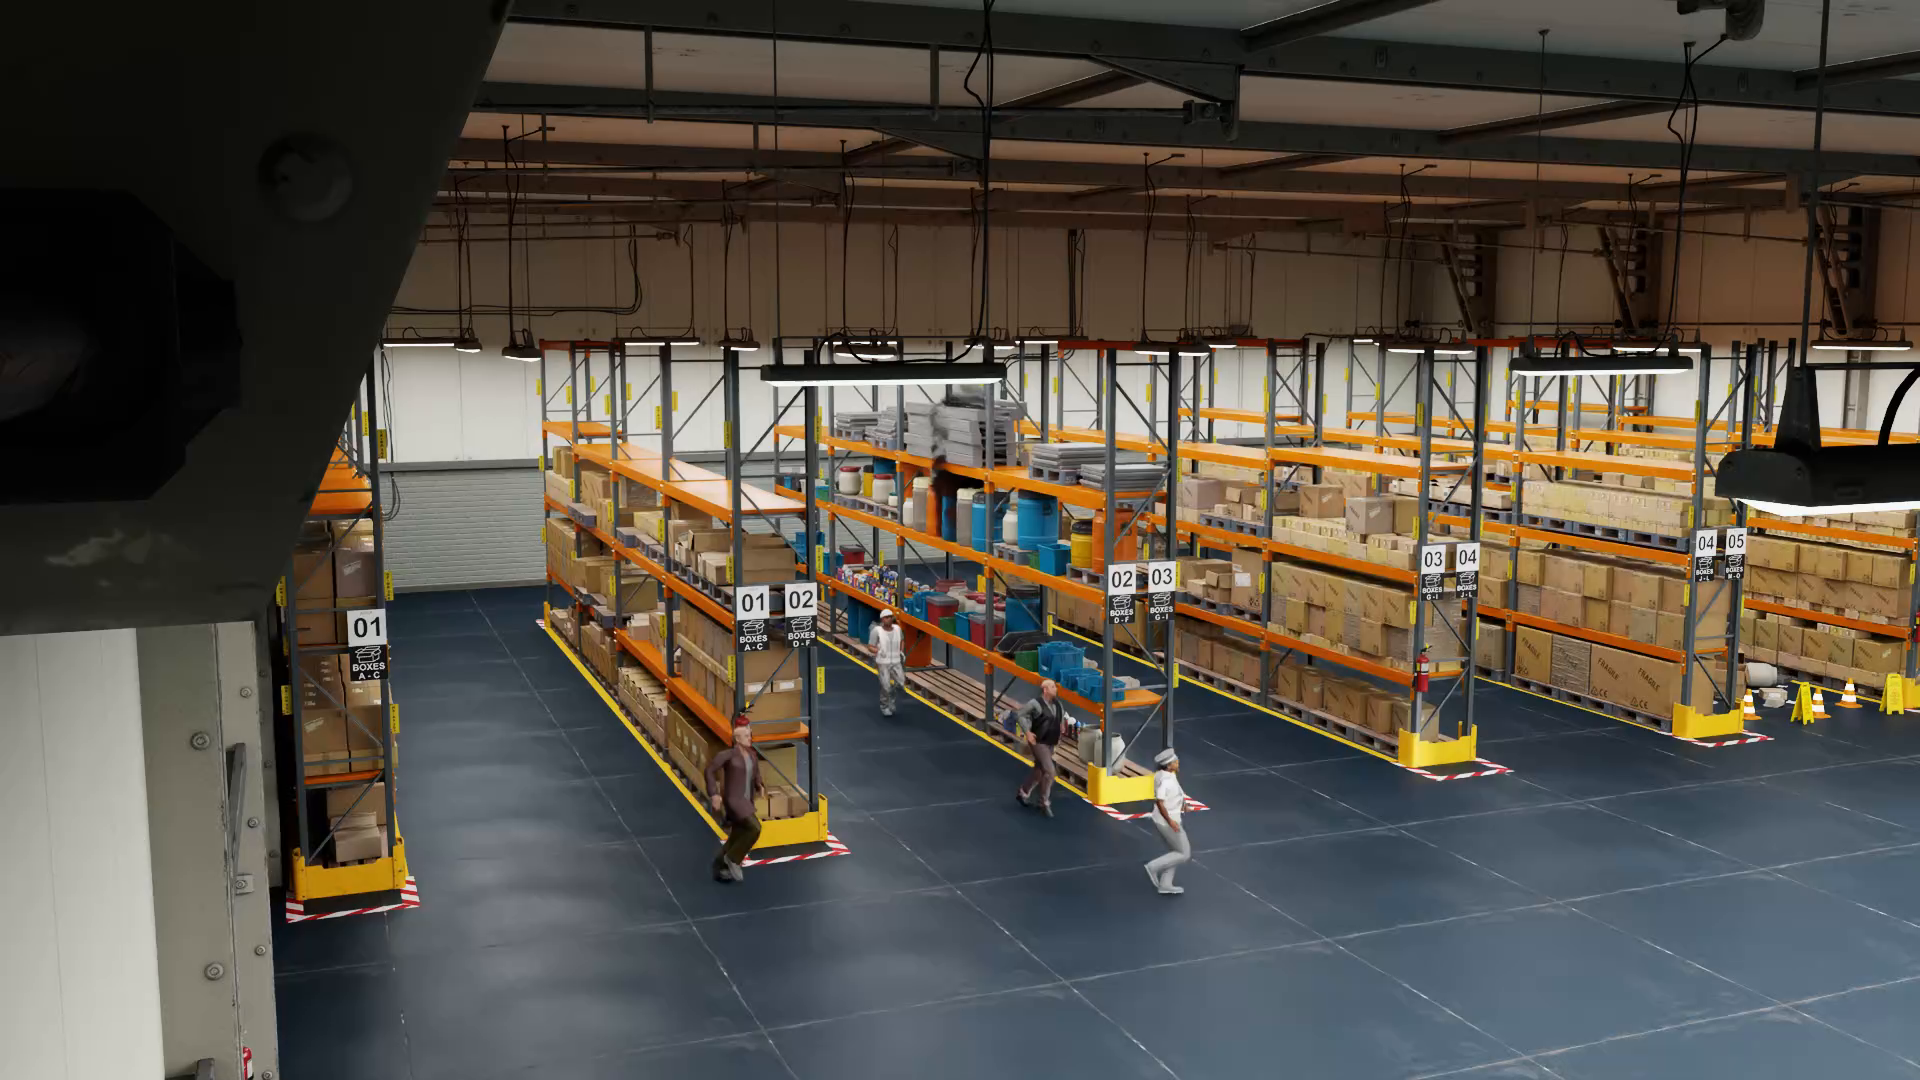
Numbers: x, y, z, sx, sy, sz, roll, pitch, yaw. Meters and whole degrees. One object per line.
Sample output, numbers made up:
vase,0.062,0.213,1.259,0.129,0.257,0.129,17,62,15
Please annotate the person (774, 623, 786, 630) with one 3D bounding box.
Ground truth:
person,-3.241,1.739,29.056,0.549,1.717,0.781,-4,9,-30

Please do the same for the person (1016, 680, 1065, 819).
person,1.092,2.691,21.689,0.705,1.758,0.626,6,10,39

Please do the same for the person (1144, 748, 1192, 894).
person,2.309,3.126,18.461,0.566,1.646,0.588,-1,7,-7

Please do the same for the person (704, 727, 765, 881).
person,-2.498,3.001,19.032,0.669,1.716,0.705,4,8,27

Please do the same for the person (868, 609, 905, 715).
person,-1.127,1.982,26.789,0.669,1.737,0.589,-3,8,-23
